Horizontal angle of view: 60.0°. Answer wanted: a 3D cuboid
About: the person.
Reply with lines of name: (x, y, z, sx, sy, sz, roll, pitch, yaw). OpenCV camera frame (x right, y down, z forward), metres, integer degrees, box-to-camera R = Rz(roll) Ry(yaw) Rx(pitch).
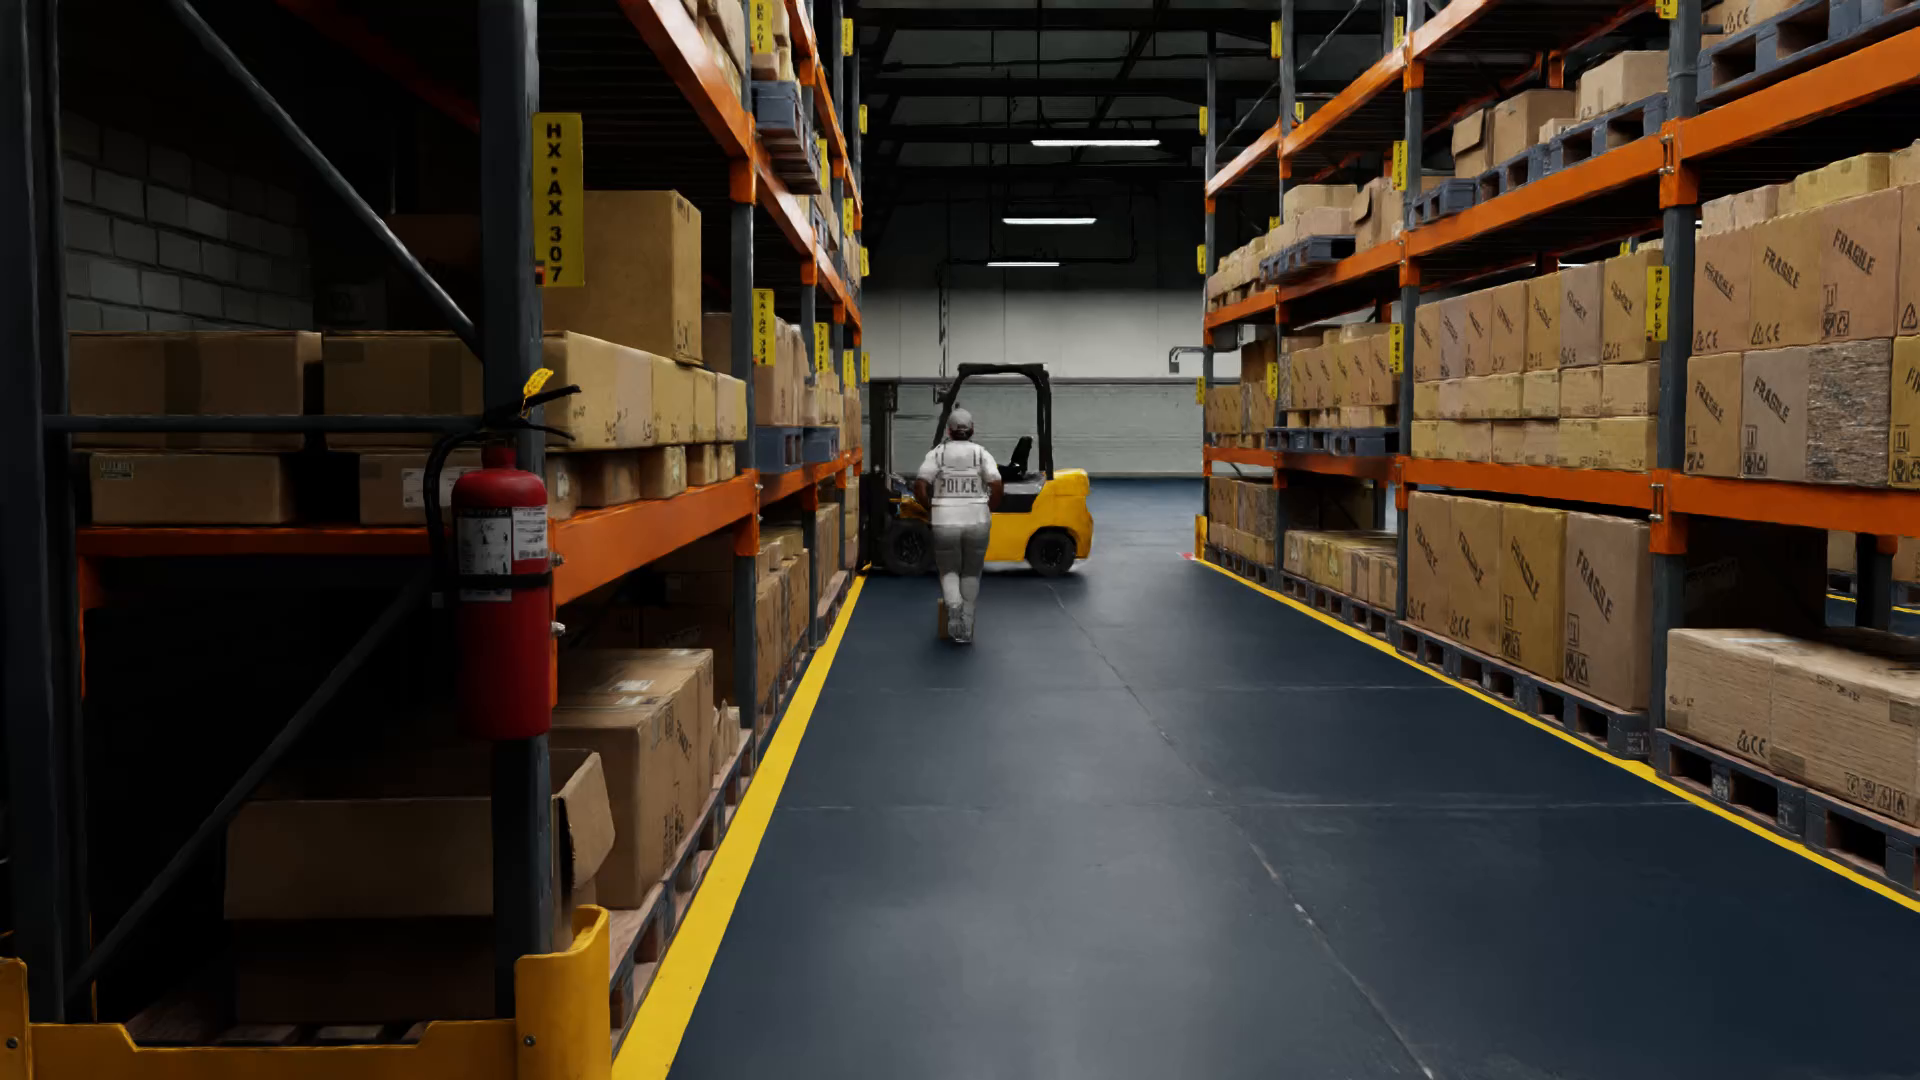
person: (-0.007, -0.088, 11.484, 0.622, 1.631, 0.563, 0, 4, 2)
